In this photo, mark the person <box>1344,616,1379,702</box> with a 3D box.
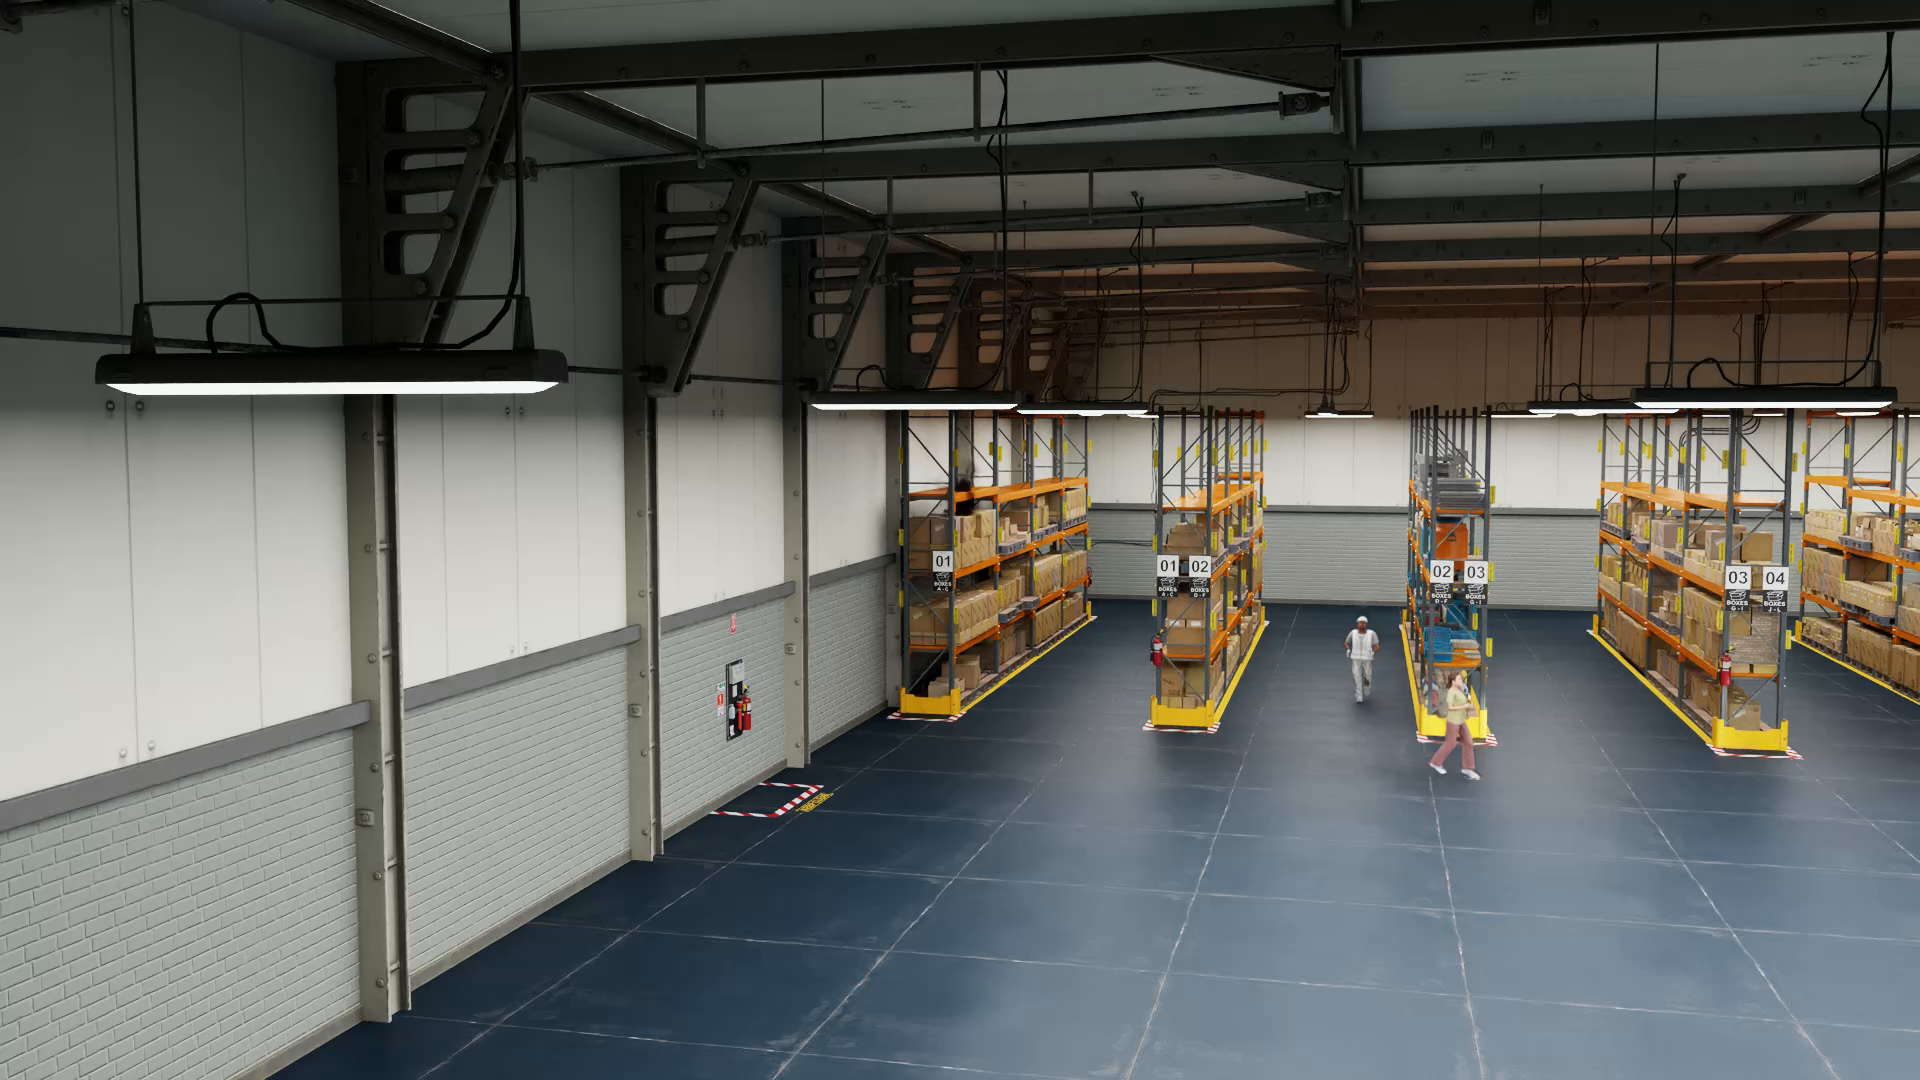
[{"bbox_3d":[8.187,2.422,33.927,0.685,1.735,0.675,1,4,16],"label":"person"}]

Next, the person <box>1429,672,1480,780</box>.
[{"bbox_3d":[7.929,2.958,26.636,0.813,1.703,0.565,3,5,39],"label":"person"}]
